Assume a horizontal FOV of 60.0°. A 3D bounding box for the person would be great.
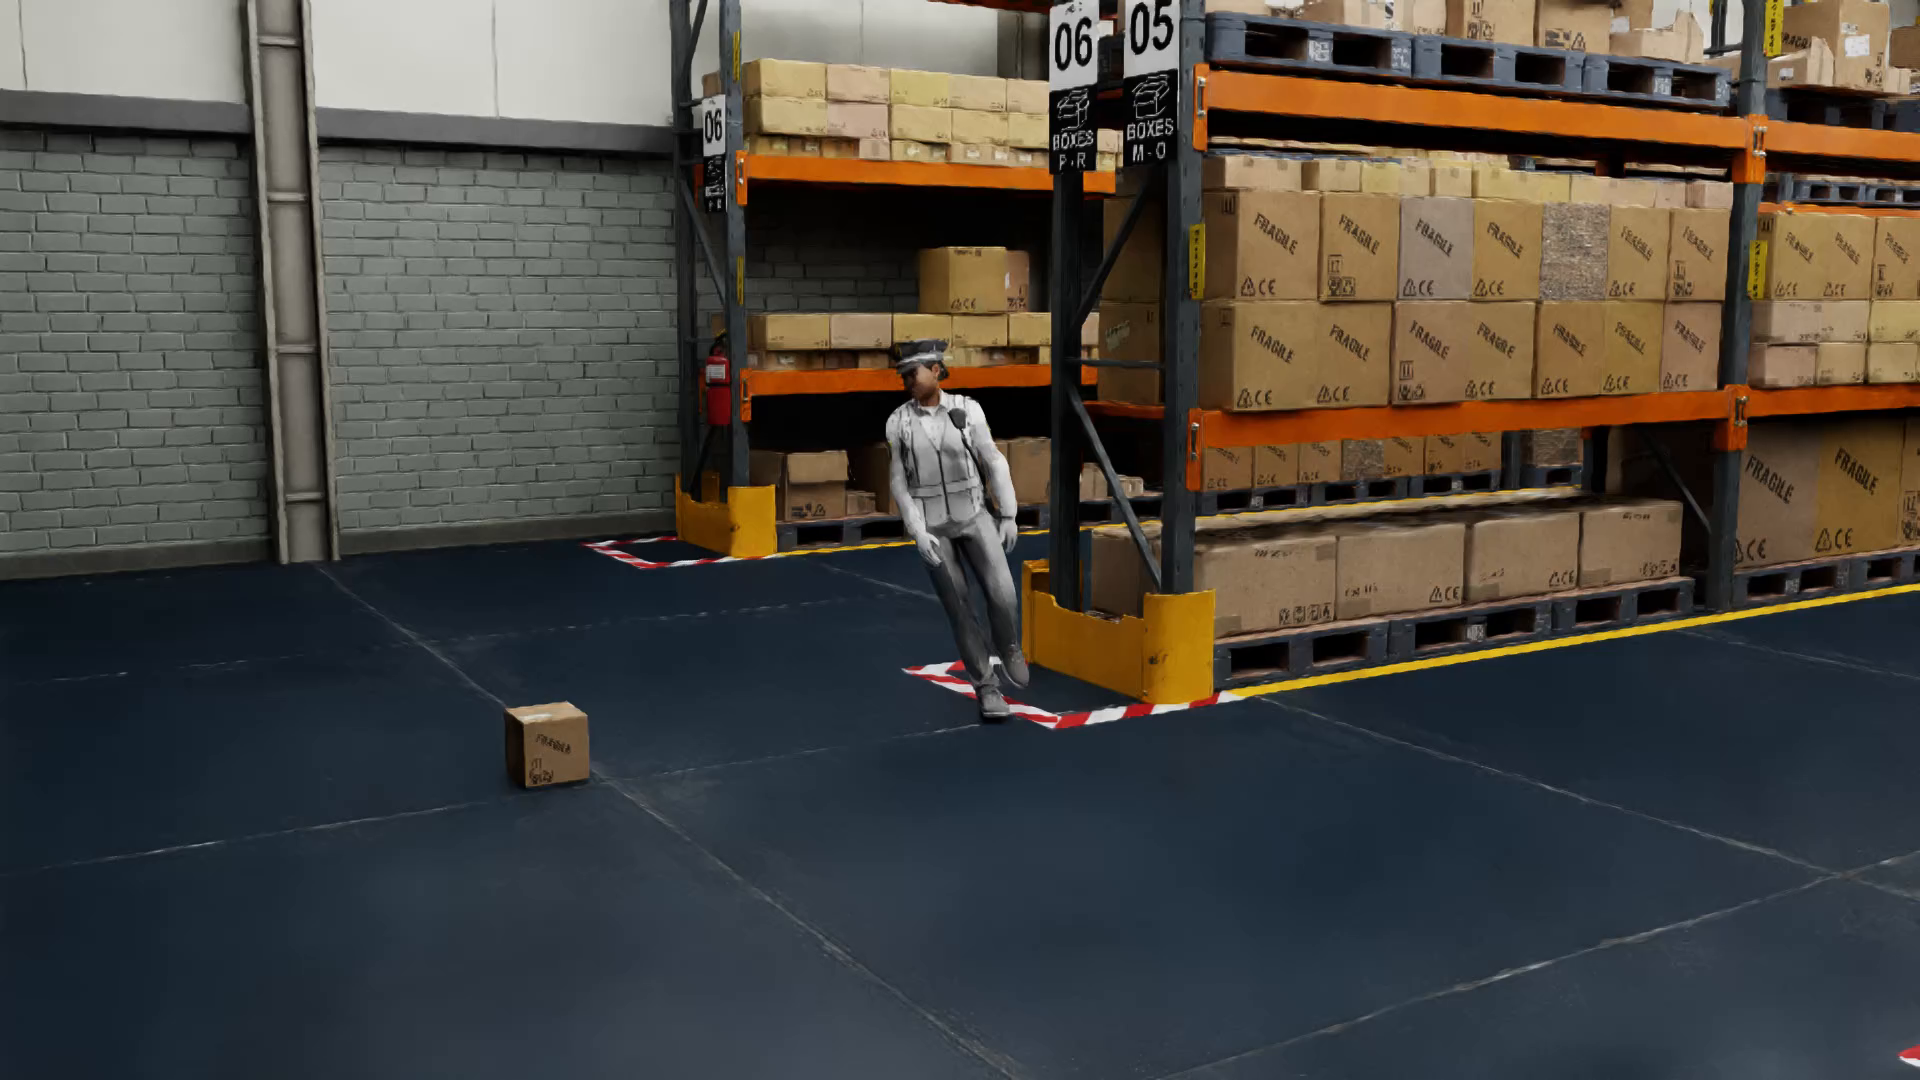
[{"bbox_3d":[-0.005,-0.055,7.188,0.625,1.625,0.473,0,8,2],"label":"person"}]
